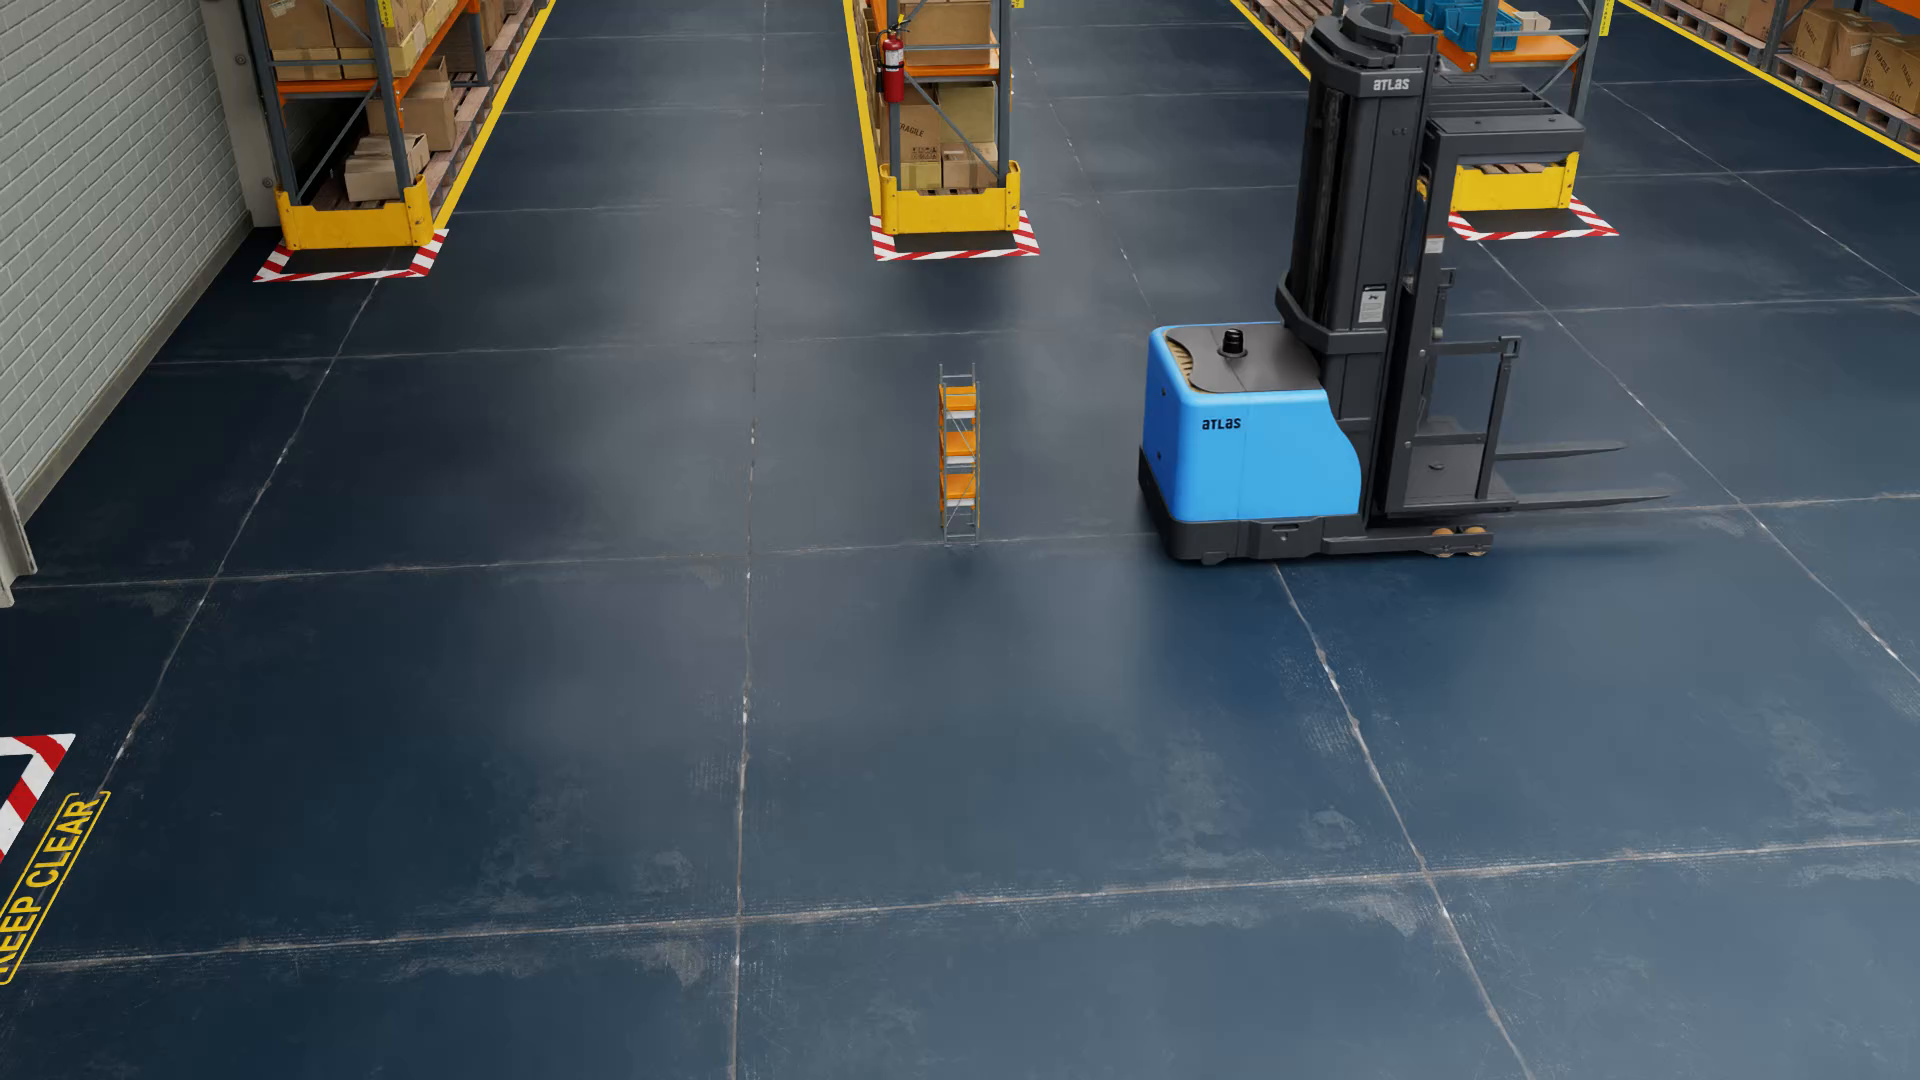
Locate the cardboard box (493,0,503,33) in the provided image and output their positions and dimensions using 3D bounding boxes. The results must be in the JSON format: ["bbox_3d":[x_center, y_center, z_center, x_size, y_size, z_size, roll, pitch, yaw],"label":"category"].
[{"bbox_3d":[-5.642,-6.075,19.005,0.700,0.500,0.500,-3,31,-5],"label":"cardboard box"}]

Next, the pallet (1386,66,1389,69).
[{"bbox_3d":[4.491,-4.736,17.474,1.003,0.211,1.213,-3,31,-5],"label":"pallet"}]

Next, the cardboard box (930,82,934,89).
[{"bbox_3d":[-0.026,-4.117,15.258,0.500,0.500,0.500,-3,31,-5],"label":"cardboard box"}]

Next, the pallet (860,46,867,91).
[{"bbox_3d":[-0.570,-5.220,18.284,1.003,0.211,1.213,-3,31,-5],"label":"pallet"}]

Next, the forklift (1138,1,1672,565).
[{"bbox_3d":[2.644,-1.424,9.277,3.031,2.935,1.130,-3,31,-5],"label":"forklift"}]

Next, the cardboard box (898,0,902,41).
[{"bbox_3d":[-0.174,-4.550,14.346,0.700,0.500,0.500,-2,31,-3],"label":"cardboard box"}]

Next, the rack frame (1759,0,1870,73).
[{"bbox_3d":[9.401,-6.515,17.733,1.000,3.000,0.127,-3,31,-5],"label":"rack frame"}]

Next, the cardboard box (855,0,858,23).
[{"bbox_3d":[-0.977,-6.282,19.614,0.500,0.250,0.500,-4,31,-6],"label":"cardboard box"}]

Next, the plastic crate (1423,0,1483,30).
[{"bbox_3d":[4.444,-4.745,14.915,0.499,0.251,0.408,-3,31,-5],"label":"plastic crate"}]

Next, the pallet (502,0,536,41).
[{"bbox_3d":[-5.696,-6.250,20.007,1.003,0.211,1.213,-3,31,-5],"label":"pallet"}]

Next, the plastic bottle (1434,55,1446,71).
[{"bbox_3d":[4.865,-4.752,16.935,0.144,0.351,0.185,-3,31,-5],"label":"plastic bottle"}]

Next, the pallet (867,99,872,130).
[{"bbox_3d":[-0.430,-4.438,16.974,1.003,0.211,1.213,-3,31,-5],"label":"pallet"}]

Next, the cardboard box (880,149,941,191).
[{"bbox_3d":[-0.433,-3.260,14.555,0.500,0.250,0.500,-3,31,-5],"label":"cardboard box"}]

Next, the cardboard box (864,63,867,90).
[{"bbox_3d":[-0.721,-4.791,17.119,0.500,0.250,0.500,-3,31,-5],"label":"cardboard box"}]

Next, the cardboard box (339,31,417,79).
[{"bbox_3d":[-4.750,-3.970,13.598,0.500,0.250,0.500,-4,31,-6],"label":"cardboard box"}]

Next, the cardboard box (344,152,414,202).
[{"bbox_3d":[-4.996,-3.153,14.298,0.500,0.311,0.500,-6,31,-10],"label":"cardboard box"}]

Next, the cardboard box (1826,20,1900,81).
[{"bbox_3d":[9.459,-5.124,17.433,0.500,0.500,0.500,7,32,11],"label":"cardboard box"}]

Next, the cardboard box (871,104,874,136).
[{"bbox_3d":[-0.585,-4.025,15.836,0.500,0.250,0.500,-3,31,-5],"label":"cardboard box"}]

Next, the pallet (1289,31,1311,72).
[{"bbox_3d":[4.357,-5.480,18.719,1.003,0.211,1.213,-3,31,-5],"label":"pallet"}]

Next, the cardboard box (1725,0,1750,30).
[{"bbox_3d":[9.339,-6.190,19.197,0.700,0.500,0.500,-3,31,-5],"label":"cardboard box"}]

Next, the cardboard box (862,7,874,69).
[{"bbox_3d":[-0.731,-5.113,16.926,0.500,0.500,0.500,-3,31,-5],"label":"cardboard box"}]

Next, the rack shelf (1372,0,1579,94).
[{"bbox_3d":[4.656,-4.948,15.811,1.077,0.370,4.000,-3,31,-5],"label":"rack shelf"}]

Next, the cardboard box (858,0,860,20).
[{"bbox_3d":[-0.885,-5.997,18.590,0.500,0.311,0.500,-3,31,-5],"label":"cardboard box"}]

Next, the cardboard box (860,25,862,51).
[{"bbox_3d":[-0.835,-5.499,18.303,0.500,0.250,0.500,-3,31,-5],"label":"cardboard box"}]

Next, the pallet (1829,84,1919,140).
[{"bbox_3d":[9.616,-4.353,16.832,1.003,0.211,1.213,-3,31,-5],"label":"pallet"}]

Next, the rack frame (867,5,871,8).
[{"bbox_3d":[-0.463,-6.043,16.942,1.000,3.000,0.127,-3,31,-5],"label":"rack frame"}]

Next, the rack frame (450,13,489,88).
[{"bbox_3d":[-5.394,-5.804,16.541,1.000,3.000,0.127,-3,31,-5],"label":"rack frame"}]

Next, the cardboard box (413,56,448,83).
[{"bbox_3d":[-5.257,-4.391,16.186,0.500,0.500,0.500,-5,31,-8],"label":"cardboard box"}]

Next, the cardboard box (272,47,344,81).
[{"bbox_3d":[-5.257,-3.935,13.540,0.500,0.250,0.500,-2,31,-4],"label":"cardboard box"}]

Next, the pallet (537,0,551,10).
[{"bbox_3d":[-5.767,-7.055,21.355,1.003,0.211,1.213,-3,31,-5],"label":"pallet"}]

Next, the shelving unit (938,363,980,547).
[{"bbox_3d":[-0.005,-0.478,9.527,0.215,1.050,0.252,-3,31,-5],"label":"shelving unit"}]

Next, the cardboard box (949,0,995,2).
[{"bbox_3d":[0.089,-4.533,13.684,0.380,0.149,0.250,-3,31,-5],"label":"cardboard box"}]

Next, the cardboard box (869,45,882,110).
[{"bbox_3d":[-0.589,-4.347,15.644,0.500,0.500,0.500,-3,31,-5],"label":"cardboard box"}]

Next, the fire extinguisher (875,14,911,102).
[{"bbox_3d":[-0.540,-3.885,13.405,0.296,0.674,0.183,-3,31,-5],"label":"fire extinguisher"}]

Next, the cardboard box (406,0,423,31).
[{"bbox_3d":[-4.802,-4.538,13.819,0.500,0.500,0.500,-3,31,-4],"label":"cardboard box"}]

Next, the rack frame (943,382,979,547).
[{"bbox_3d":[0.006,-0.416,9.423,0.200,1.050,0.008,-3,31,-5],"label":"rack frame"}]

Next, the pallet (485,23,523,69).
[{"bbox_3d":[-5.586,-5.628,18.967,1.003,0.211,1.213,-3,31,-5],"label":"pallet"}]

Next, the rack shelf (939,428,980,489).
[{"bbox_3d":[-0.005,-0.469,9.532,0.215,0.259,0.240,-3,31,-5],"label":"rack shelf"}]

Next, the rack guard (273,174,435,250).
[{"bbox_3d":[-5.028,-2.727,13.828,1.175,0.500,0.348,-3,31,-5],"label":"rack guard"}]

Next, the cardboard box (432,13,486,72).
[{"bbox_3d":[-5.480,-5.294,17.697,0.700,0.500,0.500,-2,31,-3],"label":"cardboard box"}]

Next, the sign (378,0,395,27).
[{"bbox_3d":[-4.480,-4.159,12.944,0.100,0.325,0.005,-3,31,-5],"label":"sign"}]

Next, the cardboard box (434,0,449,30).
[{"bbox_3d":[-4.899,-4.753,14.909,0.500,0.250,0.500,-2,31,-4],"label":"cardboard box"}]

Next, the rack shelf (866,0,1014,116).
[{"bbox_3d":[-0.276,-4.713,15.417,1.077,0.370,4.000,-3,31,-5],"label":"rack shelf"}]
